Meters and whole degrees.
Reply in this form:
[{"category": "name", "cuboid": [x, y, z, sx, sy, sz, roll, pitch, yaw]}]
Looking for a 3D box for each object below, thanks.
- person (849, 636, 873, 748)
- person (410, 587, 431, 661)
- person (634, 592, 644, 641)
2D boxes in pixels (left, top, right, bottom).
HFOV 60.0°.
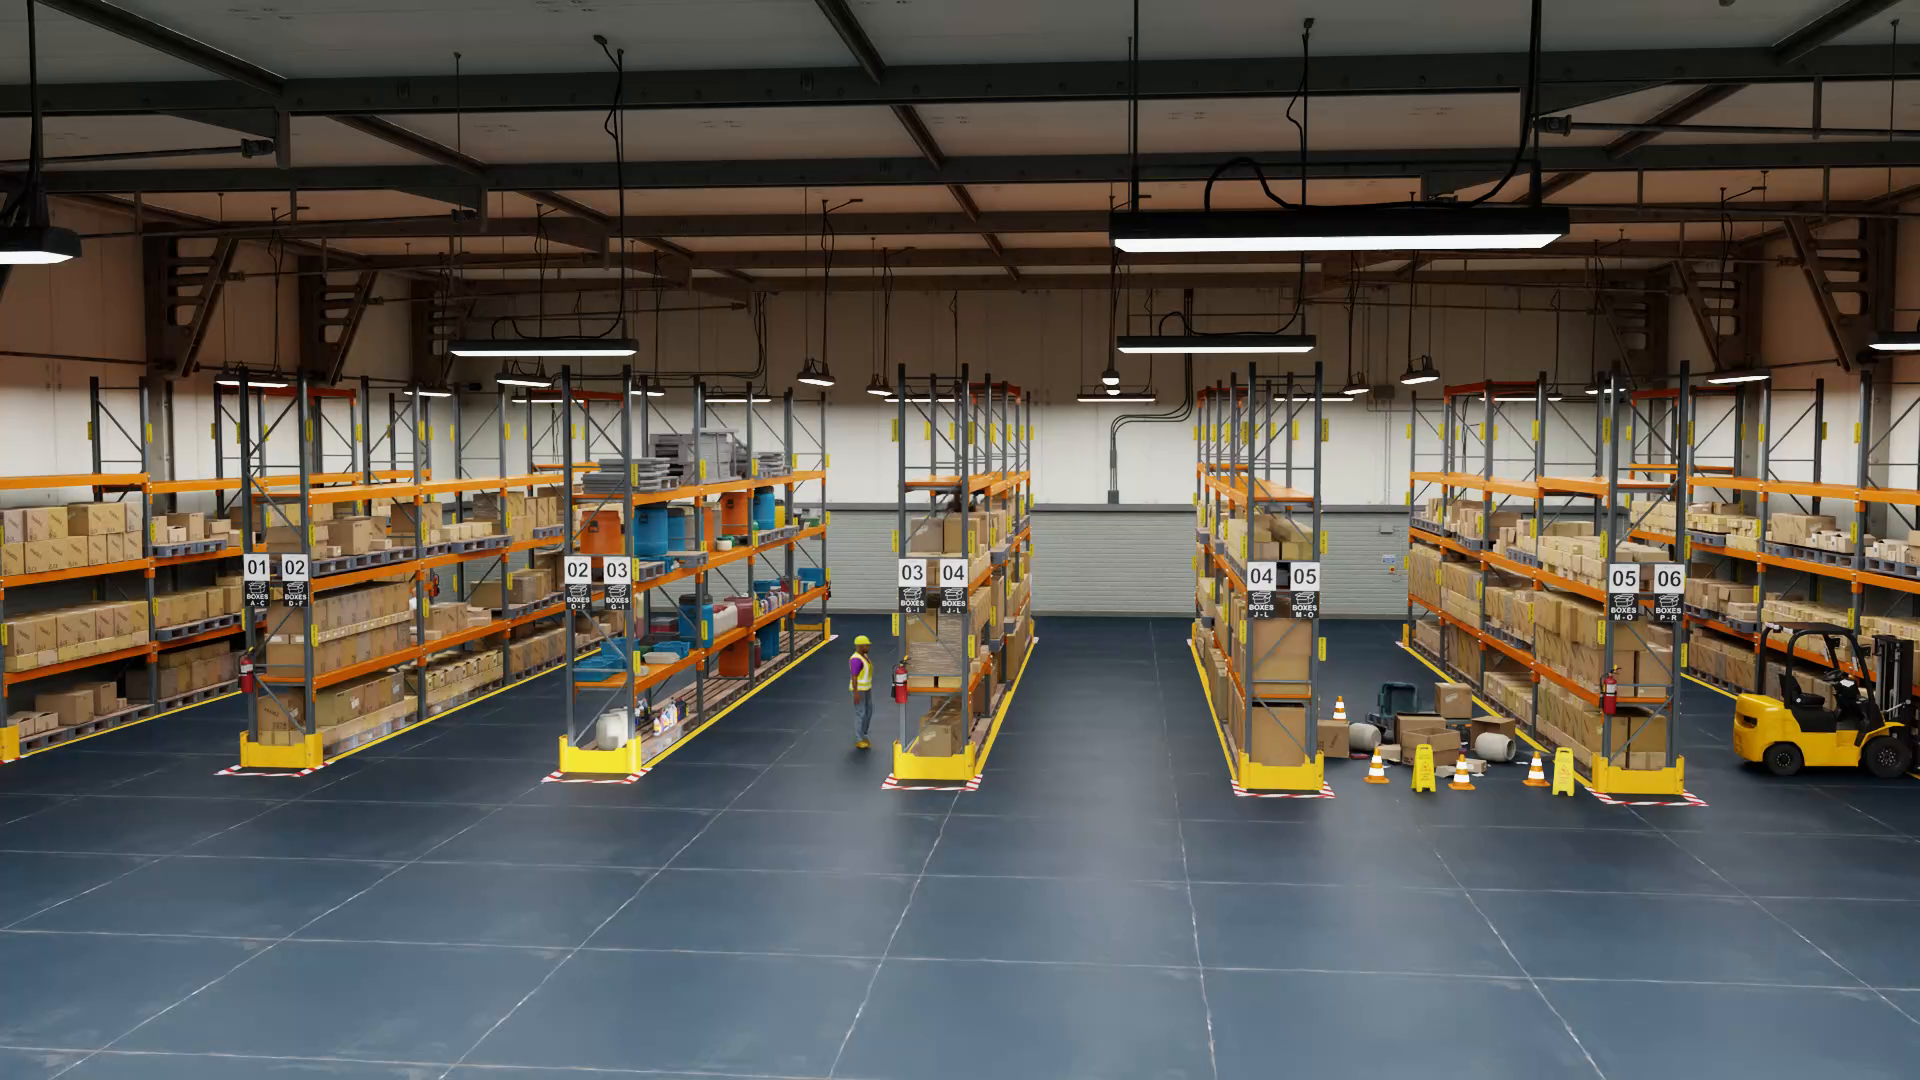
[{"category": "person", "cuboid": [-1.567, 2.454, 26.594, 0.378, 1.845, 0.650, 1, 4, 15]}, {"category": "person", "cuboid": [-11.345, 1.884, 34.901, 0.586, 1.778, 0.662, -2, 4, -27]}, {"category": "person", "cuboid": [-7.227, 1.770, 37.546, 0.369, 1.676, 0.479, 1, 4, 15]}]
